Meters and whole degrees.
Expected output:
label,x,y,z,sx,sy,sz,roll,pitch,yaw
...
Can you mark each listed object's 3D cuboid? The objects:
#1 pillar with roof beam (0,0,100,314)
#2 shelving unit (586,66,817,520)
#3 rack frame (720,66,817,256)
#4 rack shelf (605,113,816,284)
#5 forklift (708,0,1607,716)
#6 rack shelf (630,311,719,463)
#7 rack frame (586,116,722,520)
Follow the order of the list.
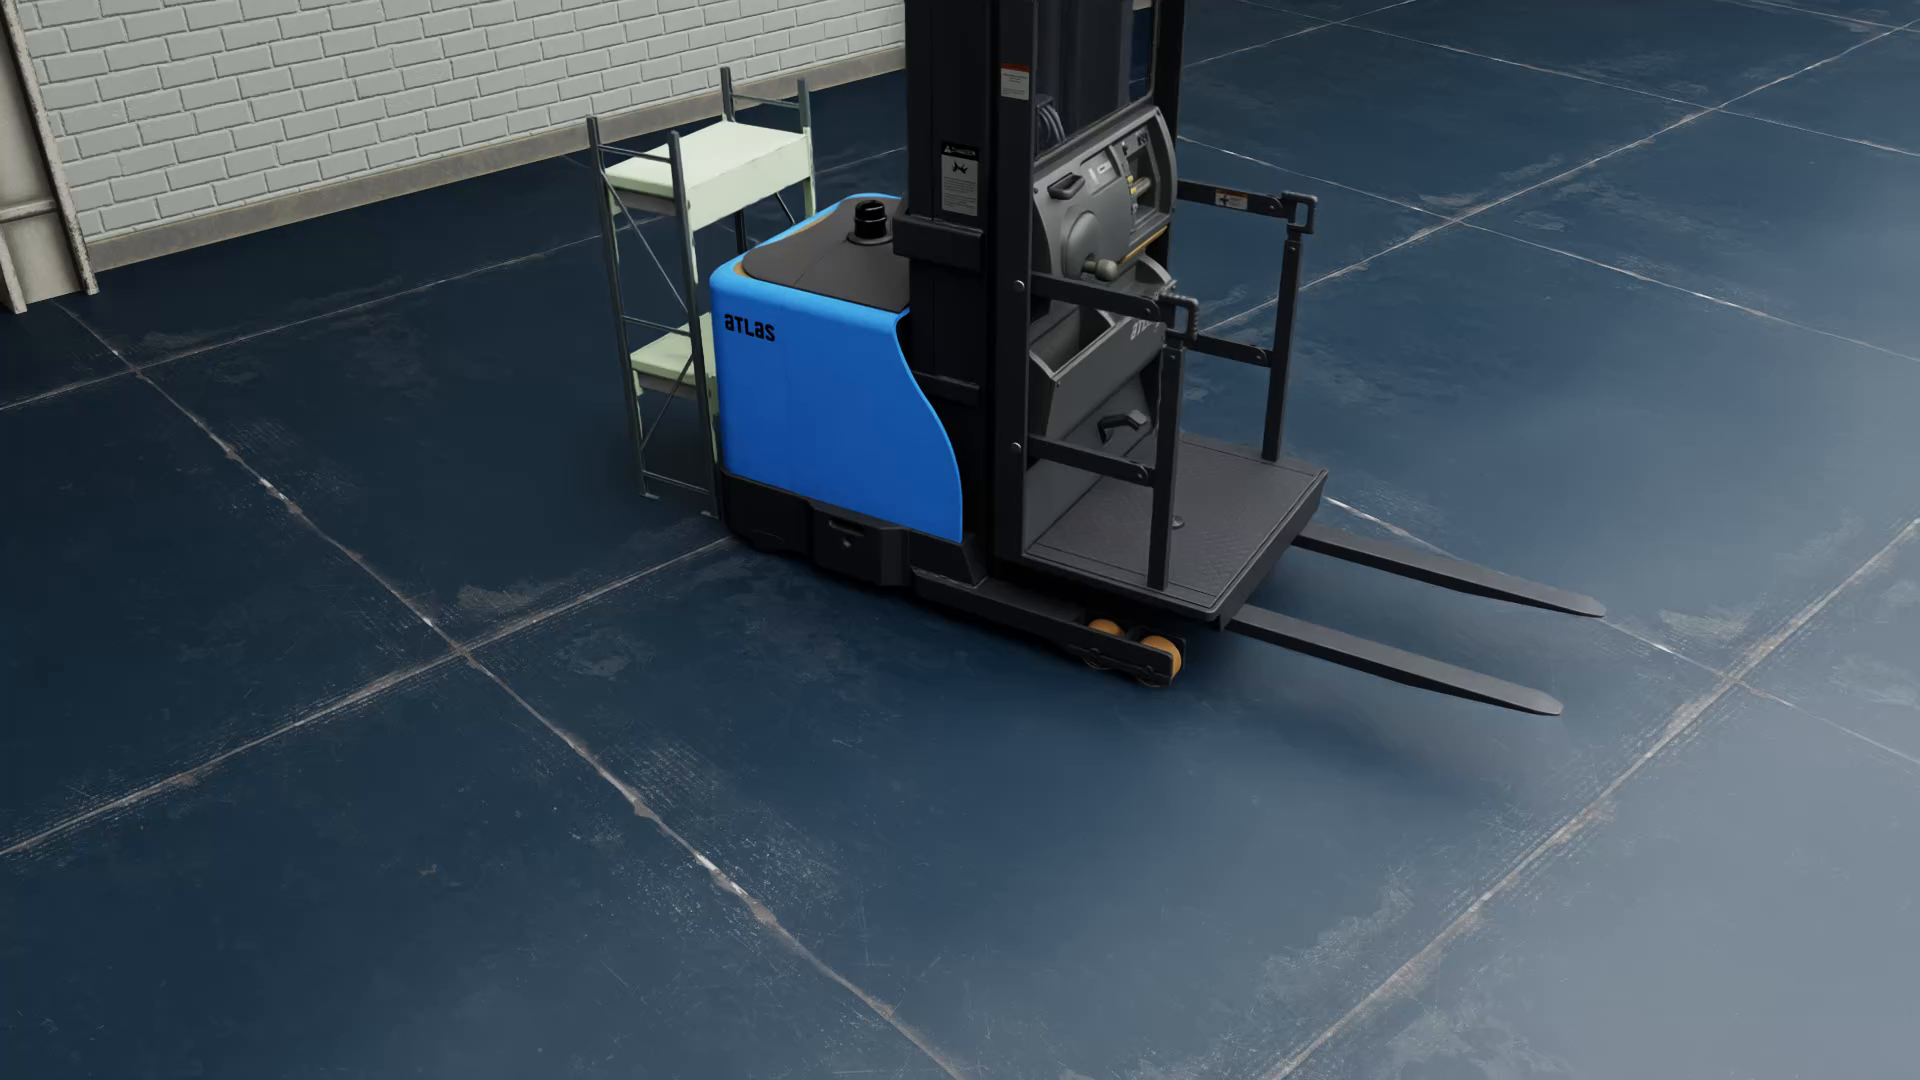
label,x,y,z,sx,sy,sz,roll,pitch,yaw
pillar with roof beam,-1.599,-3.413,3.206,0.400,9.000,9.100,-26,40,-35
shelving unit,-0.911,-0.937,6.332,0.431,1.500,0.755,16,35,28
rack frame,-0.717,-1.099,6.597,0.400,1.500,0.023,16,35,28
rack shelf,-0.920,-1.273,6.134,0.431,0.370,0.720,16,35,28
forklift,0.649,-1.085,5.214,3.031,2.935,1.130,17,35,25
rack shelf,-0.903,-0.657,6.498,0.431,0.370,0.720,16,35,28
rack frame,-1.105,-0.775,6.067,0.400,1.500,0.023,16,35,28
